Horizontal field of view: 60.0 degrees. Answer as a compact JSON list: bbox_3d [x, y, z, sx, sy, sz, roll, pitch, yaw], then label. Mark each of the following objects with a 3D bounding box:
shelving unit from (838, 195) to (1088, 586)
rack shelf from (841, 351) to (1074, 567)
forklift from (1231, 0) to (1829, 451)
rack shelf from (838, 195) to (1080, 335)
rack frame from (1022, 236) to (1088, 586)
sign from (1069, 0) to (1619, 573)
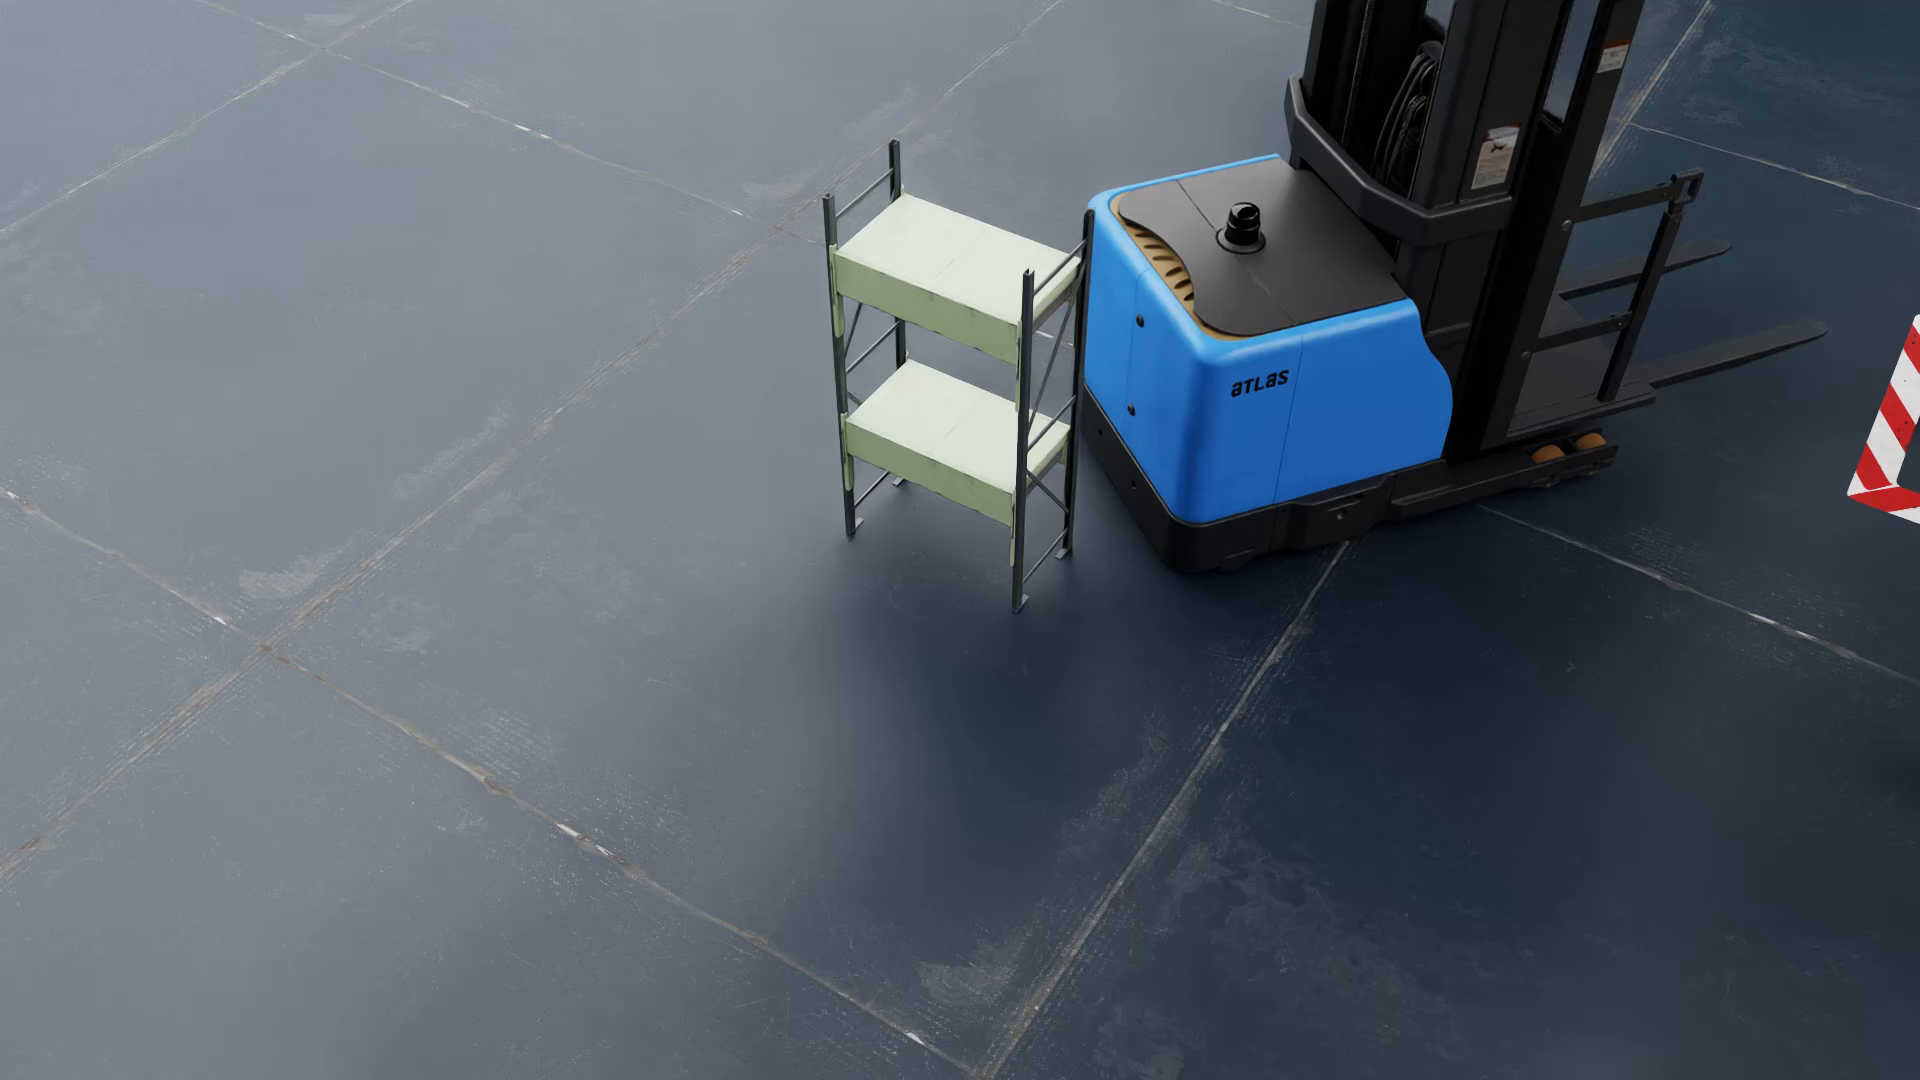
[{"bbox_3d":[-0.001,-0.523,5.713,0.731,1.308,0.431,25,51,22],"label":"shelving unit"},{"bbox_3d":[-0.006,-0.298,5.948,0.720,0.370,0.431,25,51,22],"label":"rack shelf"},{"bbox_3d":[2.011,-1.561,5.723,3.031,2.935,1.121,-15,48,-14],"label":"forklift"},{"bbox_3d":[-0.006,-0.865,5.365,0.686,0.124,0.368,25,51,22],"label":"rack shelf"},{"bbox_3d":[0.302,-0.383,5.576,0.010,1.308,0.380,25,51,22],"label":"rack frame"},{"bbox_3d":[1.467,-1.381,5.622,2.025,2.768,2.177,25,51,22],"label":"sign"}]
